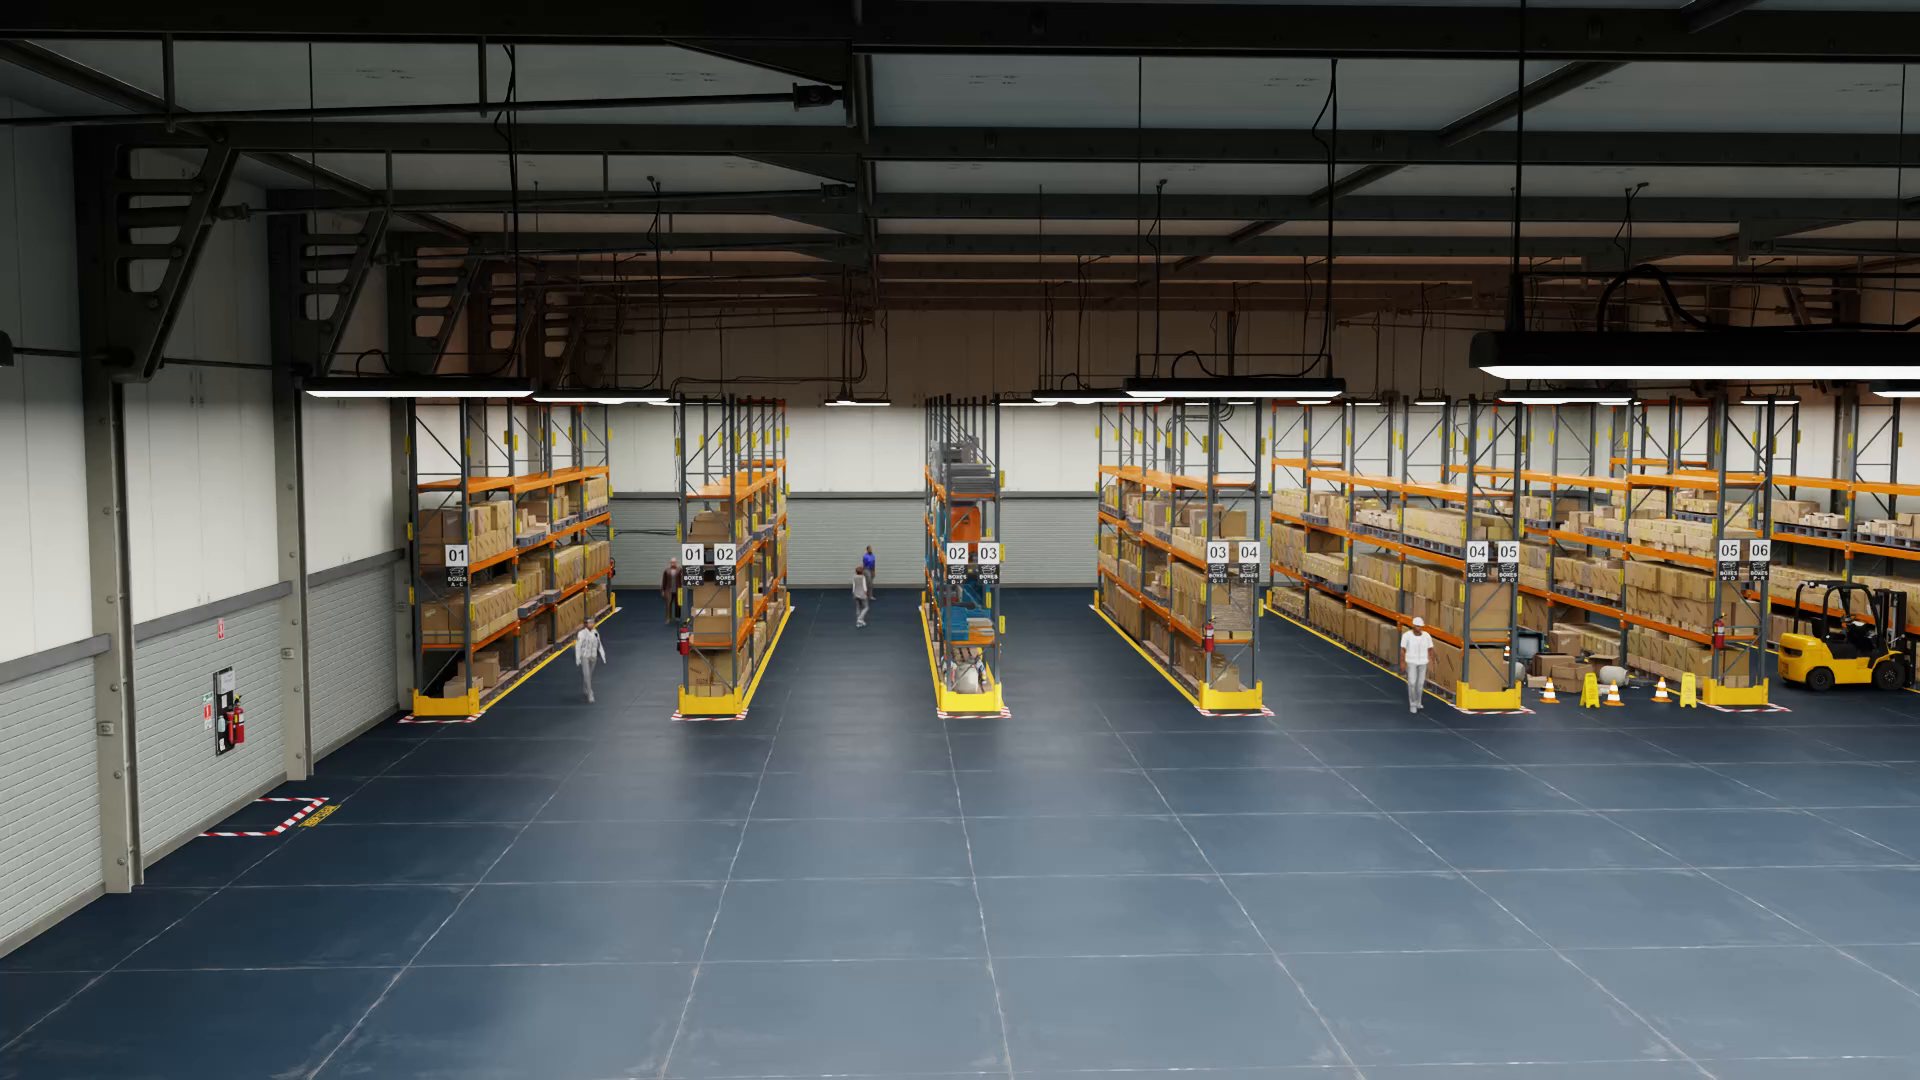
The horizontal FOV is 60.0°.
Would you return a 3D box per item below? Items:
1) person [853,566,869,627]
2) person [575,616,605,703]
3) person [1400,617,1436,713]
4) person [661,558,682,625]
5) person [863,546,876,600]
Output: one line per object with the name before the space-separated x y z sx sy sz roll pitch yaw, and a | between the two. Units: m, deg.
person | -2.635 1.489 43.548 0.460 1.598 0.440 3 5 31
person | -7.290 2.304 32.733 0.558 1.651 0.976 -3 5 -34
person | 8.683 2.365 31.536 0.626 1.819 0.558 0 5 -1
person | -7.617 1.371 44.132 0.649 1.671 1.115 -1 5 -7
person | -2.783 0.965 49.828 0.811 1.622 0.444 3 5 34
